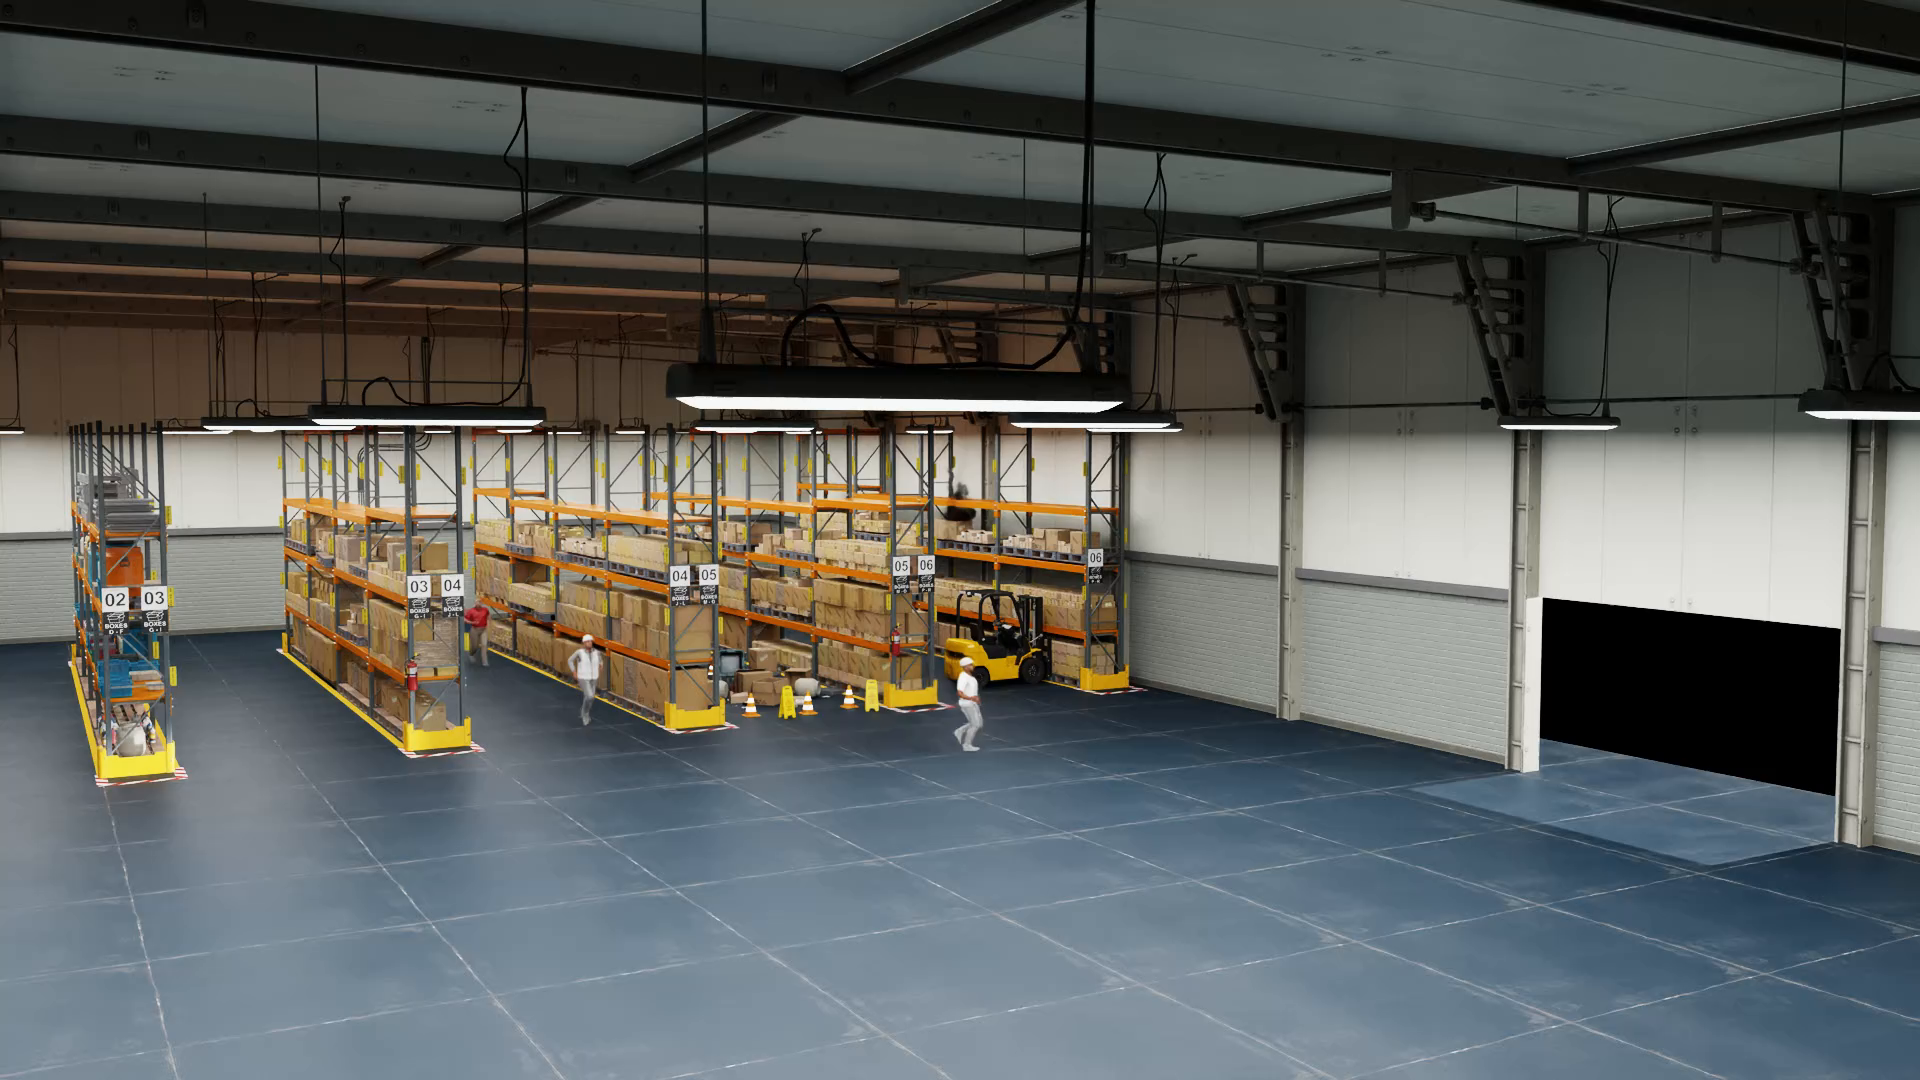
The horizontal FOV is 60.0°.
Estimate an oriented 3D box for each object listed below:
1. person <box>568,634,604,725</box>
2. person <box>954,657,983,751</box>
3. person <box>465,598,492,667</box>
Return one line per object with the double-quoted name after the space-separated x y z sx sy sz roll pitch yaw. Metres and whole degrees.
-7.438 2.795 33.325 0.647 1.813 0.746 -3 5 -43 "person"
0.156 2.989 30.292 0.603 1.718 0.696 1 4 14 "person"
-11.958 2.280 41.392 0.677 1.667 1.100 -2 4 -29 "person"
